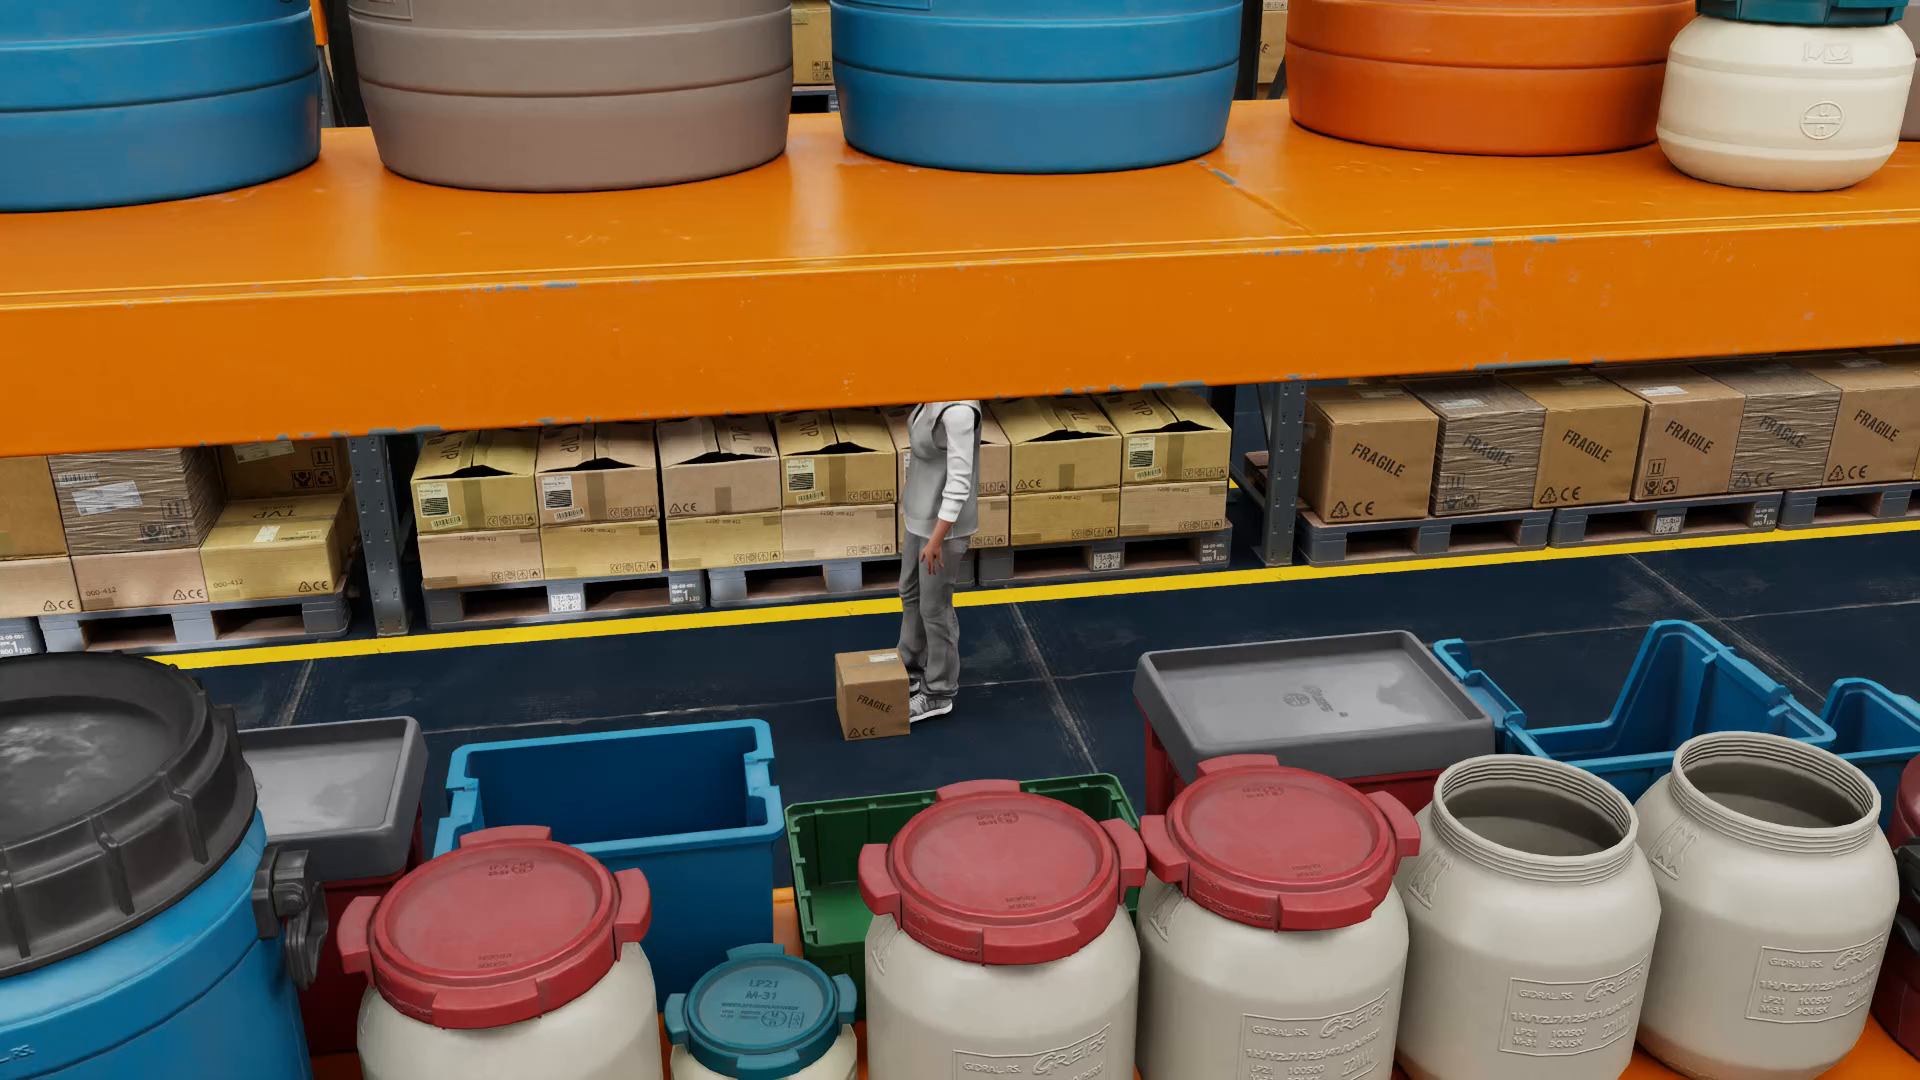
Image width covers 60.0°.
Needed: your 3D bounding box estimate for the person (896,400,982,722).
[{"bbox_3d":[-0.162,-0.046,6.220,0.474,1.577,0.521,-4,24,-9],"label":"person"}]
